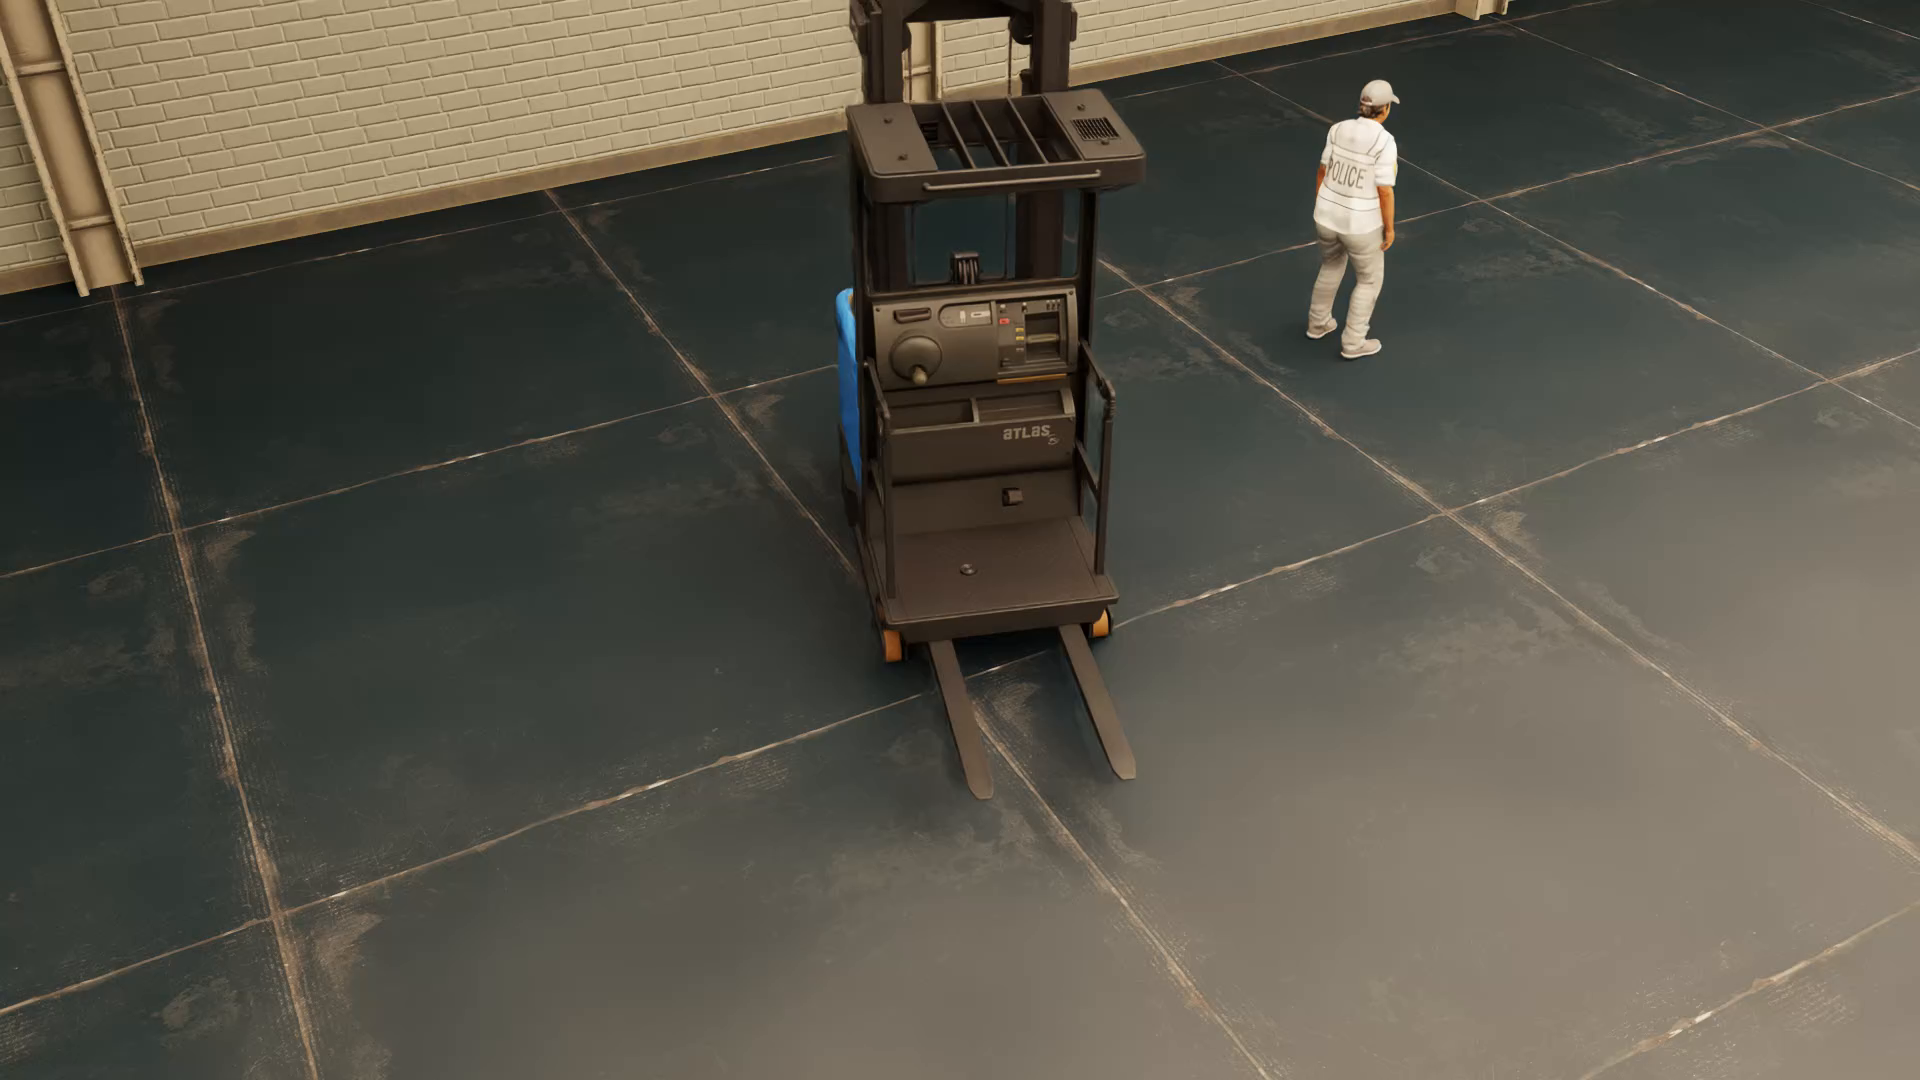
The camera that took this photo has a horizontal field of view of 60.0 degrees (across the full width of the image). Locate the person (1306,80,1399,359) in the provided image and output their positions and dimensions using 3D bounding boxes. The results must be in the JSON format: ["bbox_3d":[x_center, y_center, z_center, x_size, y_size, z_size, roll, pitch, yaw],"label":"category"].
[{"bbox_3d":[2.363,-1.911,9.933,0.458,1.671,0.532,-27,43,-33],"label":"person"}]

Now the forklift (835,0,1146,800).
[{"bbox_3d":[0.116,-0.851,7.327,1.130,2.935,3.031,-6,36,-9],"label":"forklift"}]
